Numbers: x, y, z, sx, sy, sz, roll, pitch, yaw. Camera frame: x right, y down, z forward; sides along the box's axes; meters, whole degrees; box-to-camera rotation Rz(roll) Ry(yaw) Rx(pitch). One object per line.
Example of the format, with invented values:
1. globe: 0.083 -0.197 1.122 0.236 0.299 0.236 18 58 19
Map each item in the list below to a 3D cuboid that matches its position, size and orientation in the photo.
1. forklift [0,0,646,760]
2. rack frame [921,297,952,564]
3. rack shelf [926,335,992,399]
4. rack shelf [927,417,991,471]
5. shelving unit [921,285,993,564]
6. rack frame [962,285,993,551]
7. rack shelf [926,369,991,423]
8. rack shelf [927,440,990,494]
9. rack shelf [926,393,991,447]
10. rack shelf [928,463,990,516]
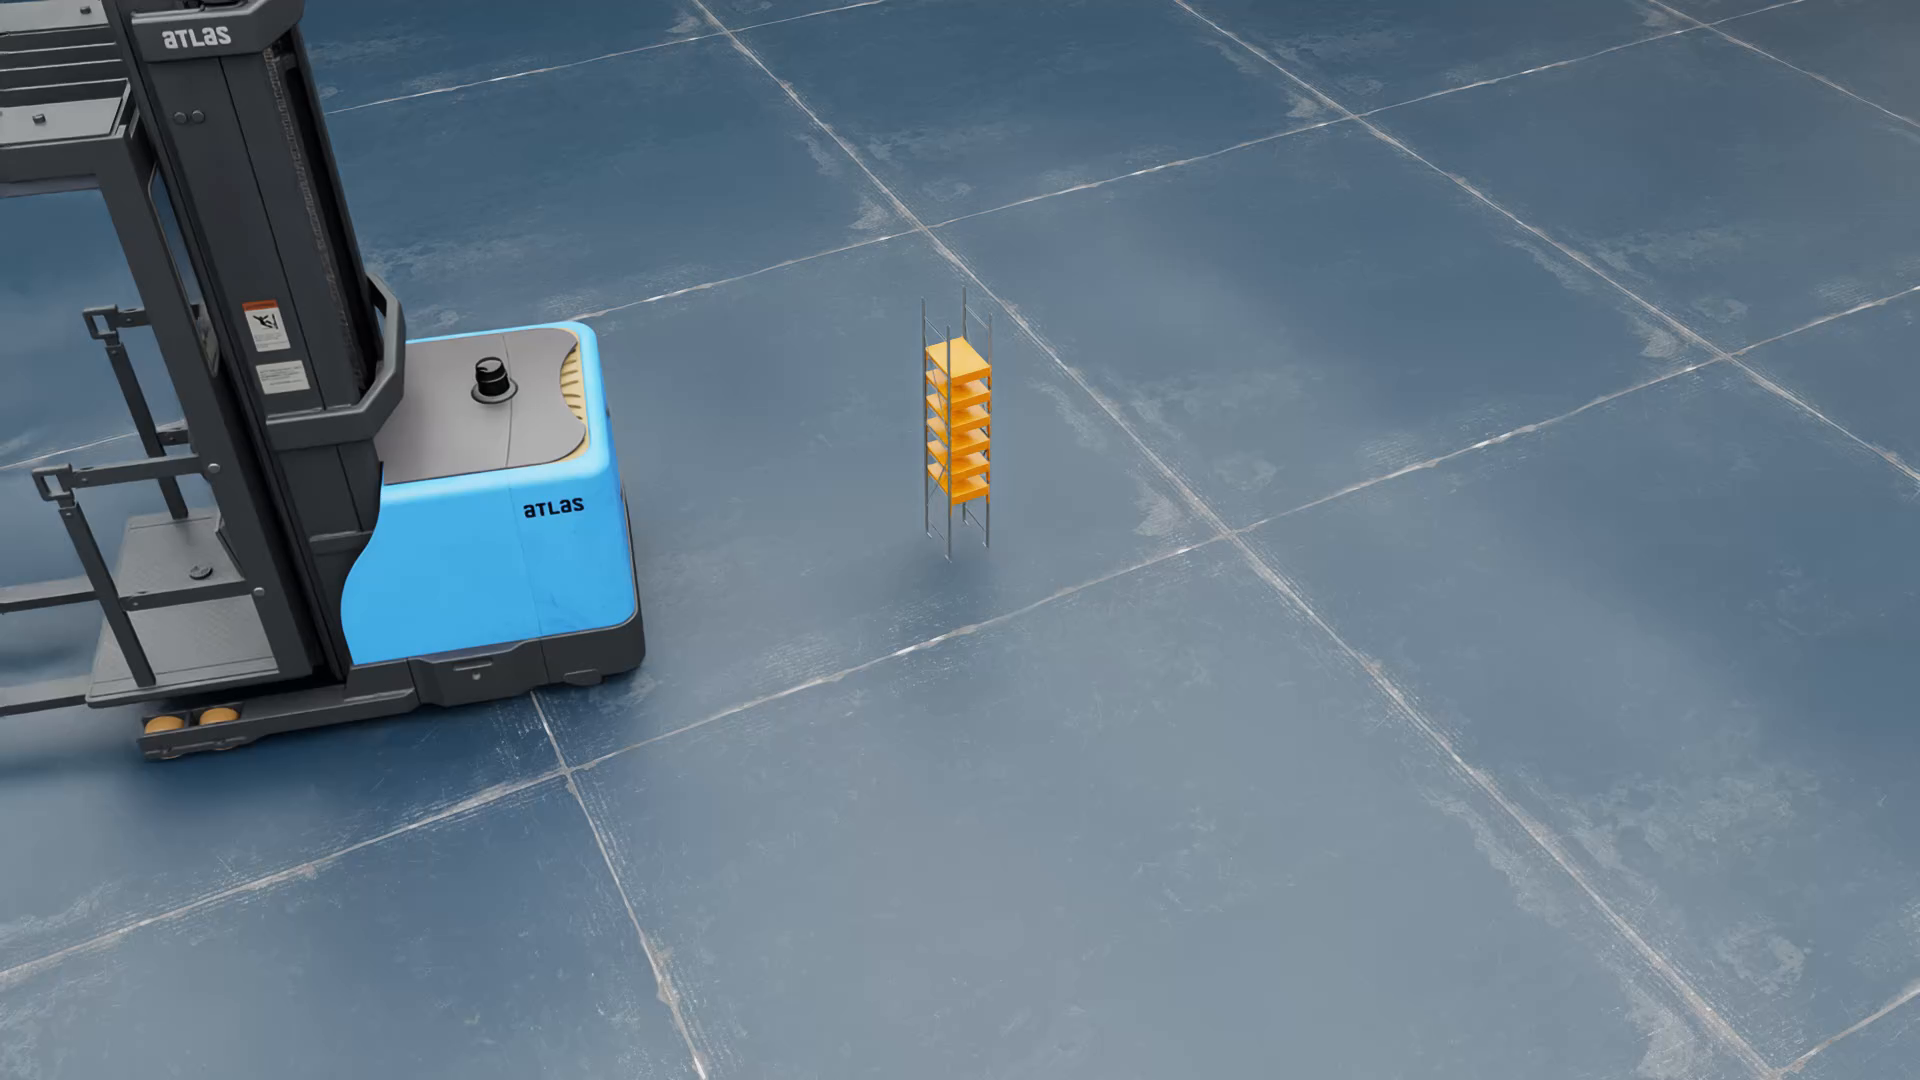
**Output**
1. forklift: -2.821 -0.669 5.772 3.031 2.935 1.130 -8 41 -10
2. rack frame: -0.094 -0.426 6.825 0.006 1.200 0.240 -19 44 -21
3. rack shelf: -0.013 -0.694 6.653 0.180 0.103 0.258 -19 44 -21
4. rack shelf: -0.013 -0.420 6.886 0.180 0.103 0.258 -19 44 -21
5. shelving unit: -0.013 -0.454 6.857 0.189 1.200 0.258 -19 44 -21
6. rack frame: 0.068 -0.481 6.890 0.006 1.200 0.240 -19 44 -21
7. rack shelf: -0.013 -0.603 6.731 0.180 0.103 0.258 -19 44 -21
8. rack shelf: -0.013 -0.328 6.963 0.180 0.103 0.258 -19 44 -21
9. rack shelf: -0.013 -0.511 6.808 0.180 0.103 0.258 -19 44 -21
10. rack shelf: -0.013 -0.237 7.041 0.180 0.103 0.258 -19 44 -21
